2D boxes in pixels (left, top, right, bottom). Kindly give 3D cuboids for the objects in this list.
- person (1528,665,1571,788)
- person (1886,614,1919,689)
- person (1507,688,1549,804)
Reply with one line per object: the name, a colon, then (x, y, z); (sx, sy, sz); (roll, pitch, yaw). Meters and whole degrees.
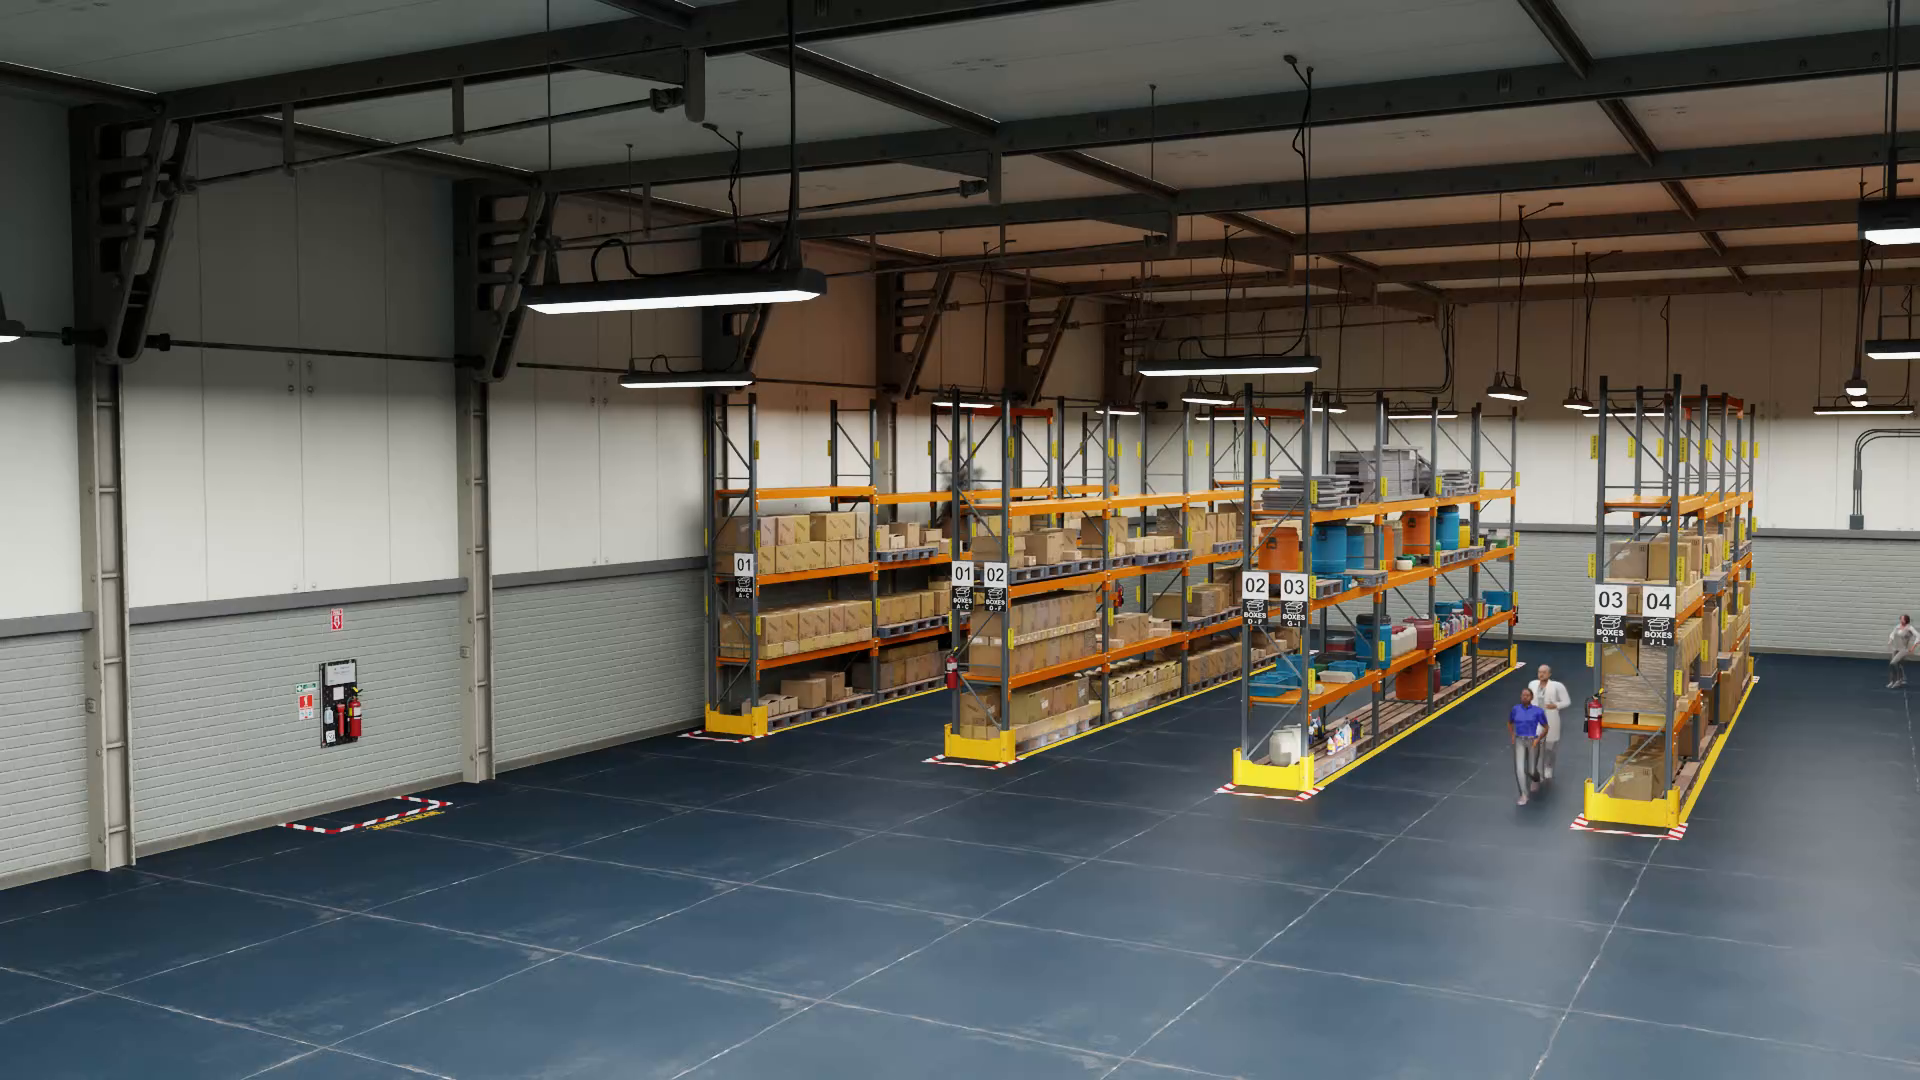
person: (8.780, 2.765, 24.887); (0.686, 1.804, 0.987); (2, 4, 31)
person: (19.747, 2.341, 34.848); (0.620, 1.598, 0.611); (-1, 3, -17)
person: (8.078, 2.913, 23.679); (0.593, 1.605, 0.704); (2, 4, 30)
